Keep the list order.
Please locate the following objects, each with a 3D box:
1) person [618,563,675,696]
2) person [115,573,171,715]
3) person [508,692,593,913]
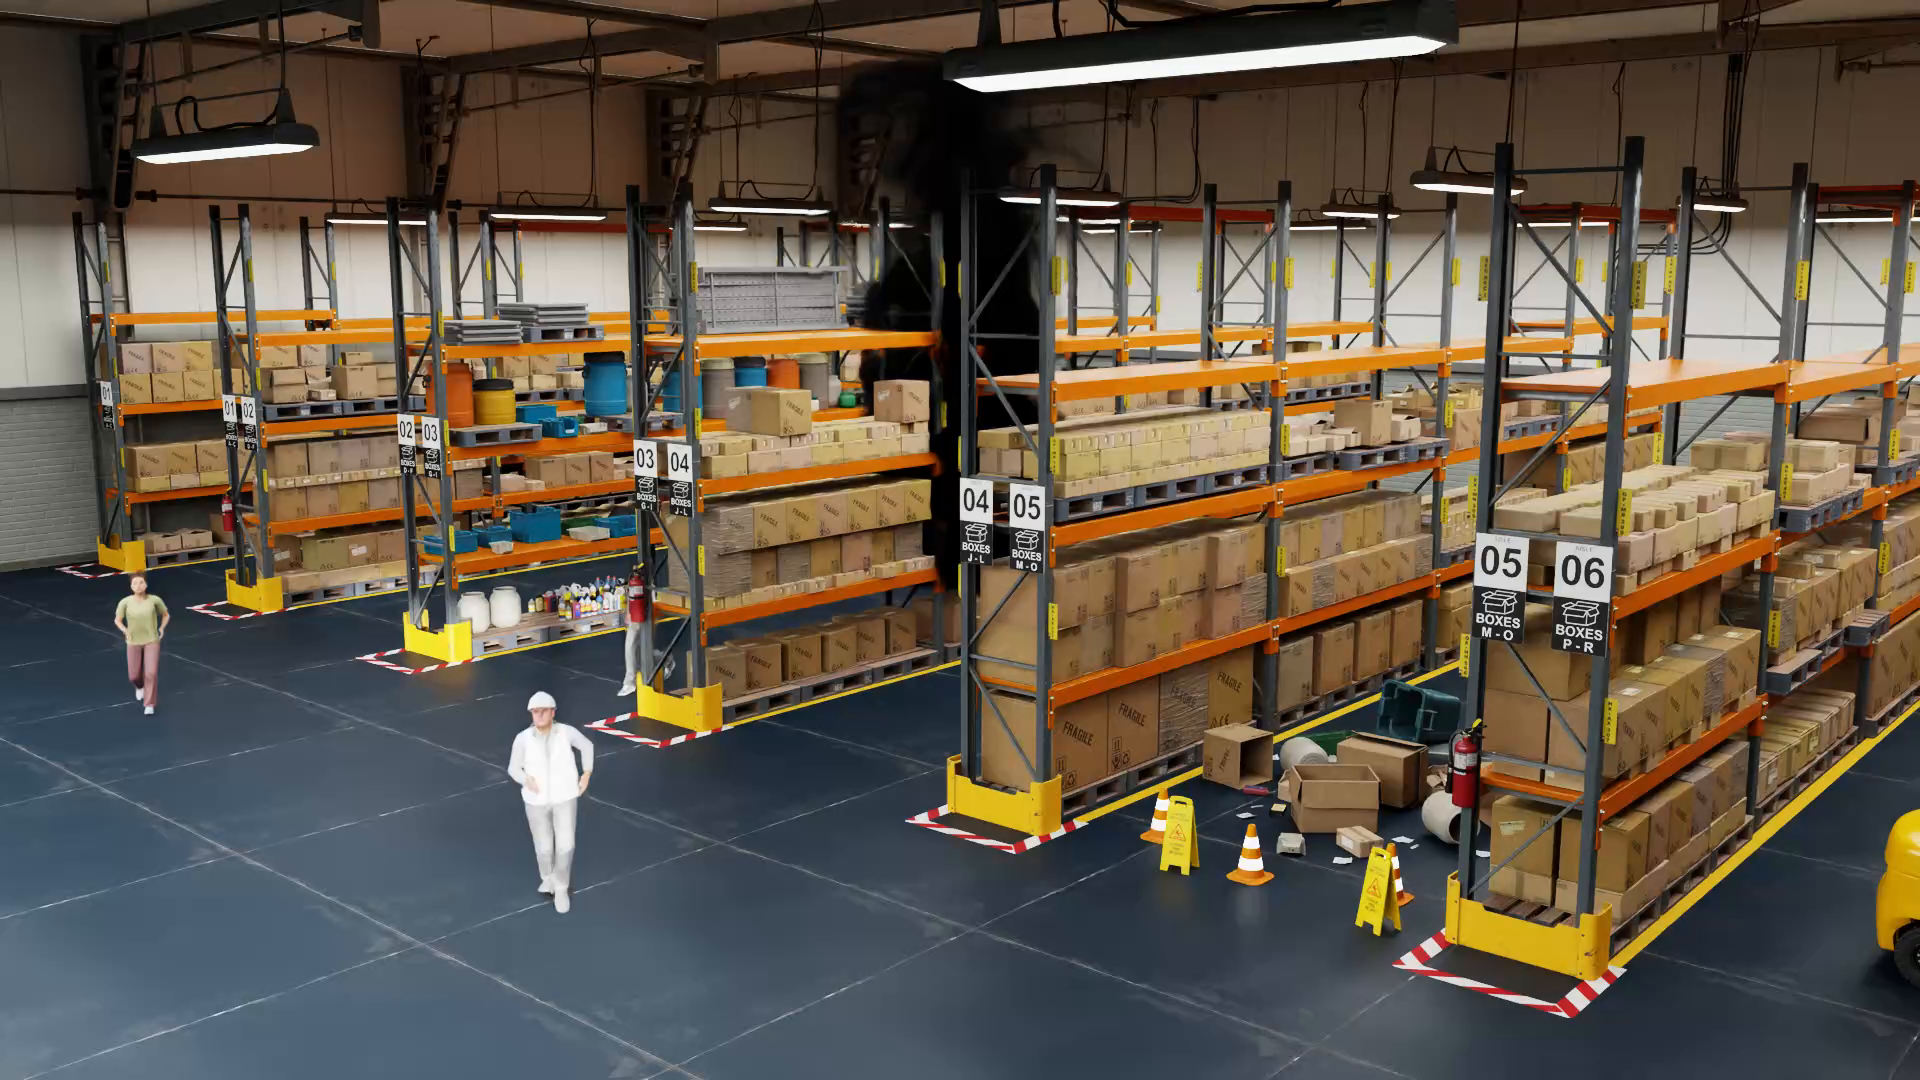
[{"bbox_3d":[-3.840,1.093,20.179,0.558,1.490,0.855,7,12,37],"label":"person"},{"bbox_3d":[-9.455,1.181,19.281,0.581,1.619,0.641,-4,10,-24],"label":"person"},{"bbox_3d":[-3.301,2.107,13.444,0.662,1.789,0.726,-2,10,-10],"label":"person"}]
